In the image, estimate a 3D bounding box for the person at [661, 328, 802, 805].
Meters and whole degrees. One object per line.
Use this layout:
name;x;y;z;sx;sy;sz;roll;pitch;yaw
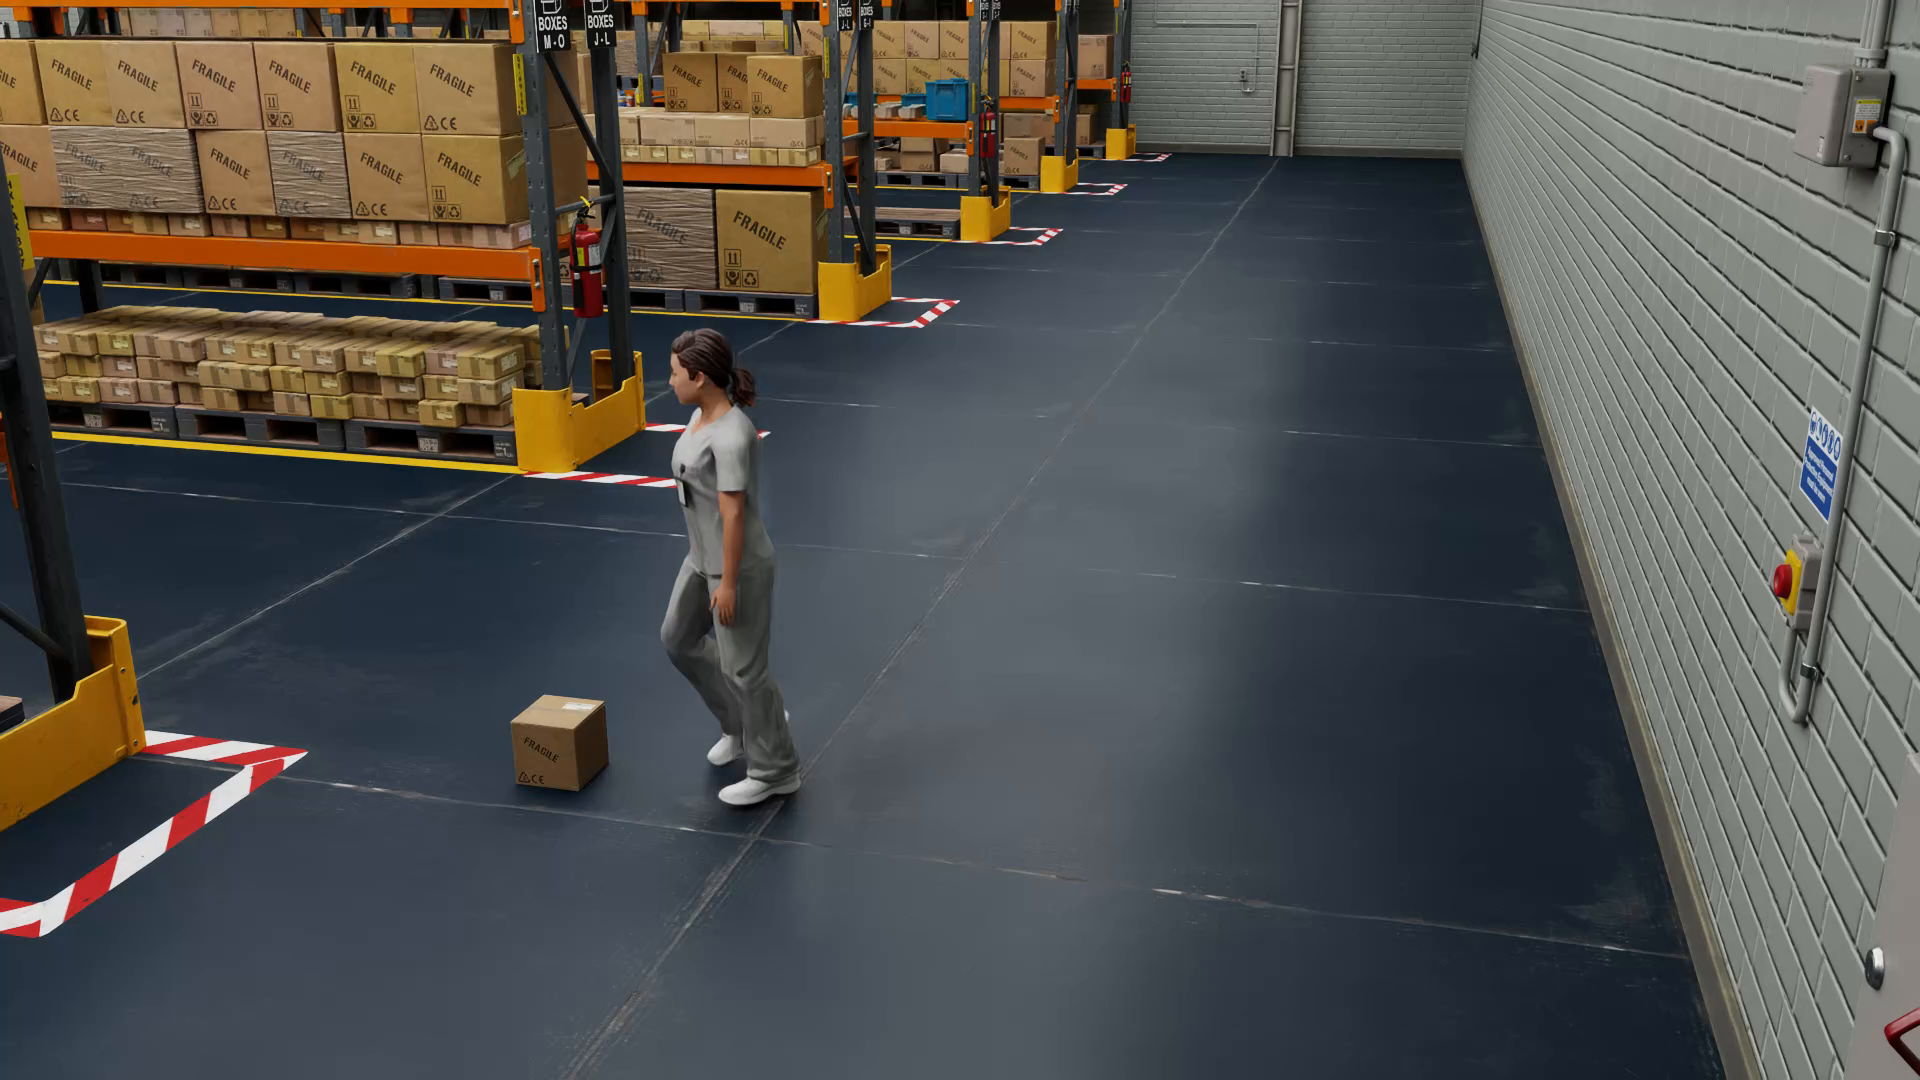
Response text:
person;-0.807;0.091;5.758;0.407;1.679;0.497;-9;20;-25
